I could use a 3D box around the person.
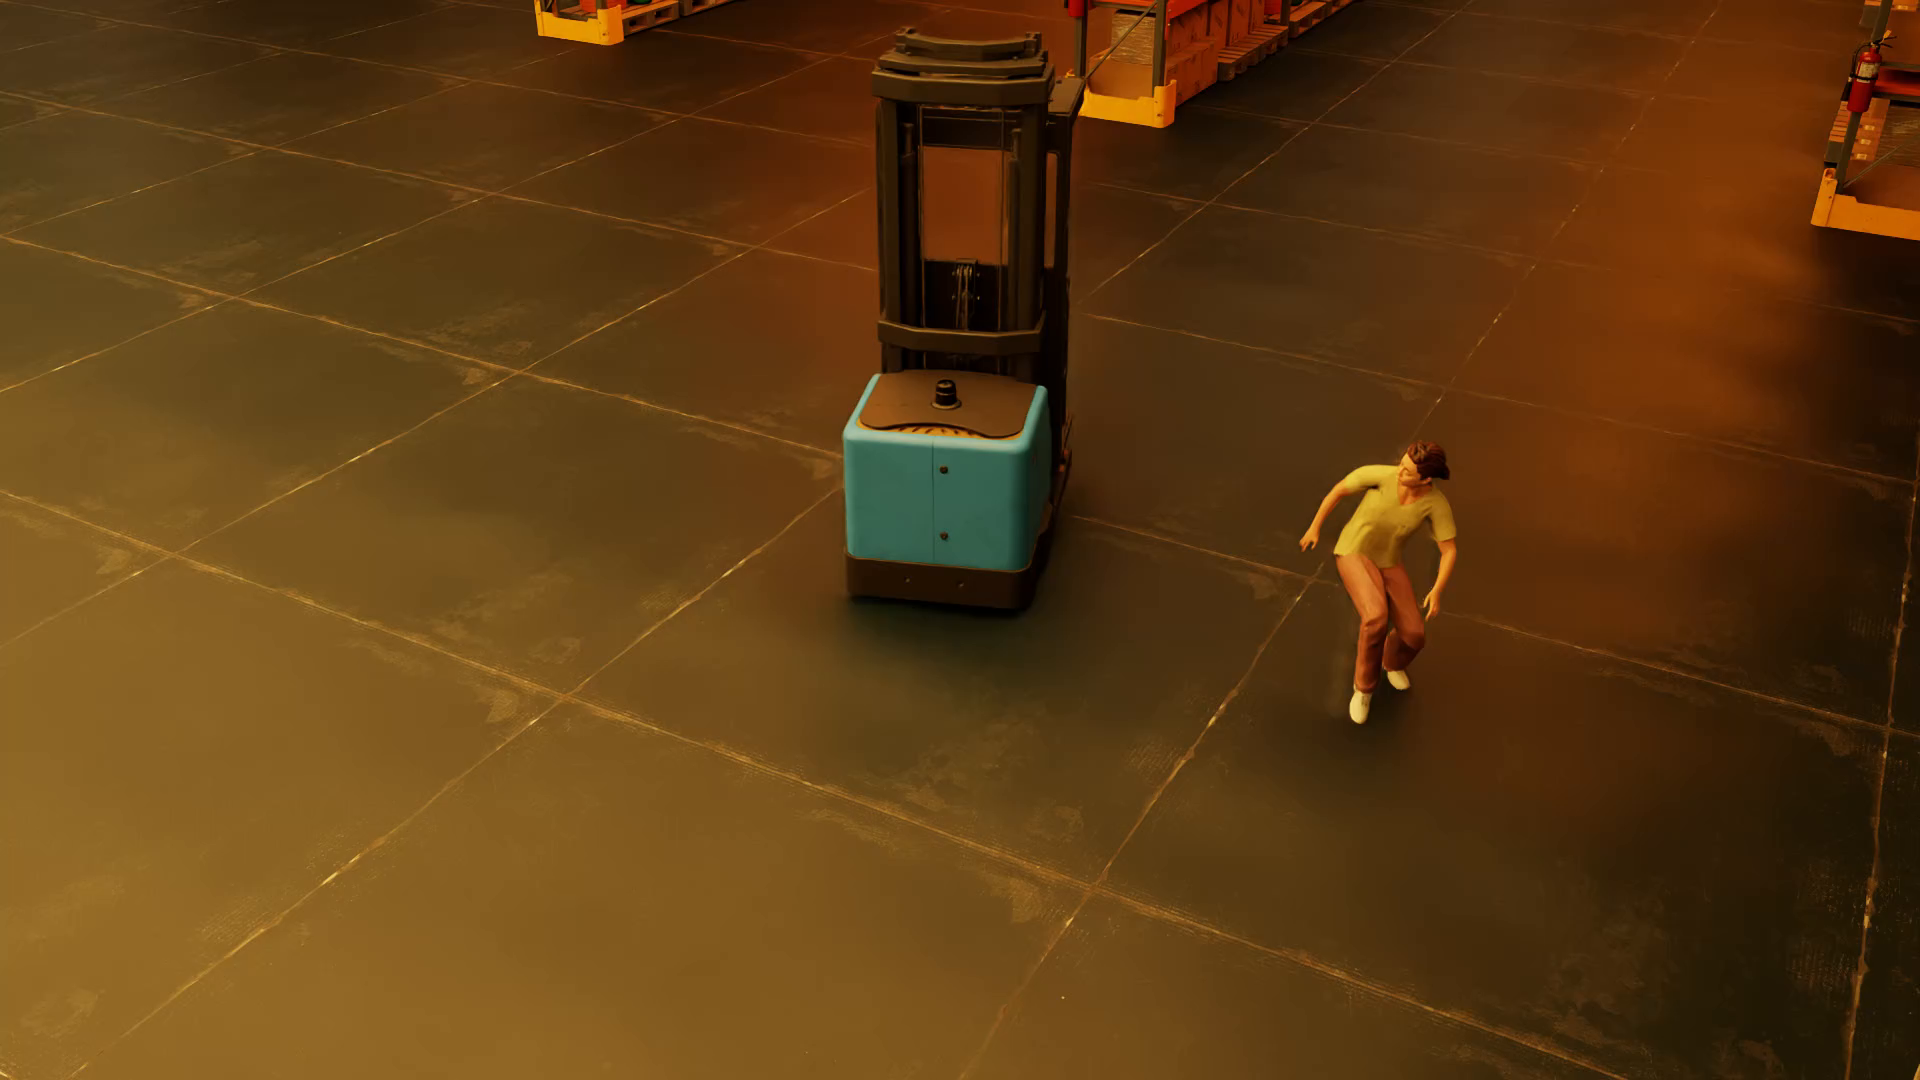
[{"bbox_3d":[2.104,0.156,8.302,0.691,1.463,0.674,-1,30,-3],"label":"person"}]

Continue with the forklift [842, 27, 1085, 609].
[{"bbox_3d":[0.115,-1.606,9.854,1.130,2.935,3.031,5,30,9],"label":"forklift"}]
